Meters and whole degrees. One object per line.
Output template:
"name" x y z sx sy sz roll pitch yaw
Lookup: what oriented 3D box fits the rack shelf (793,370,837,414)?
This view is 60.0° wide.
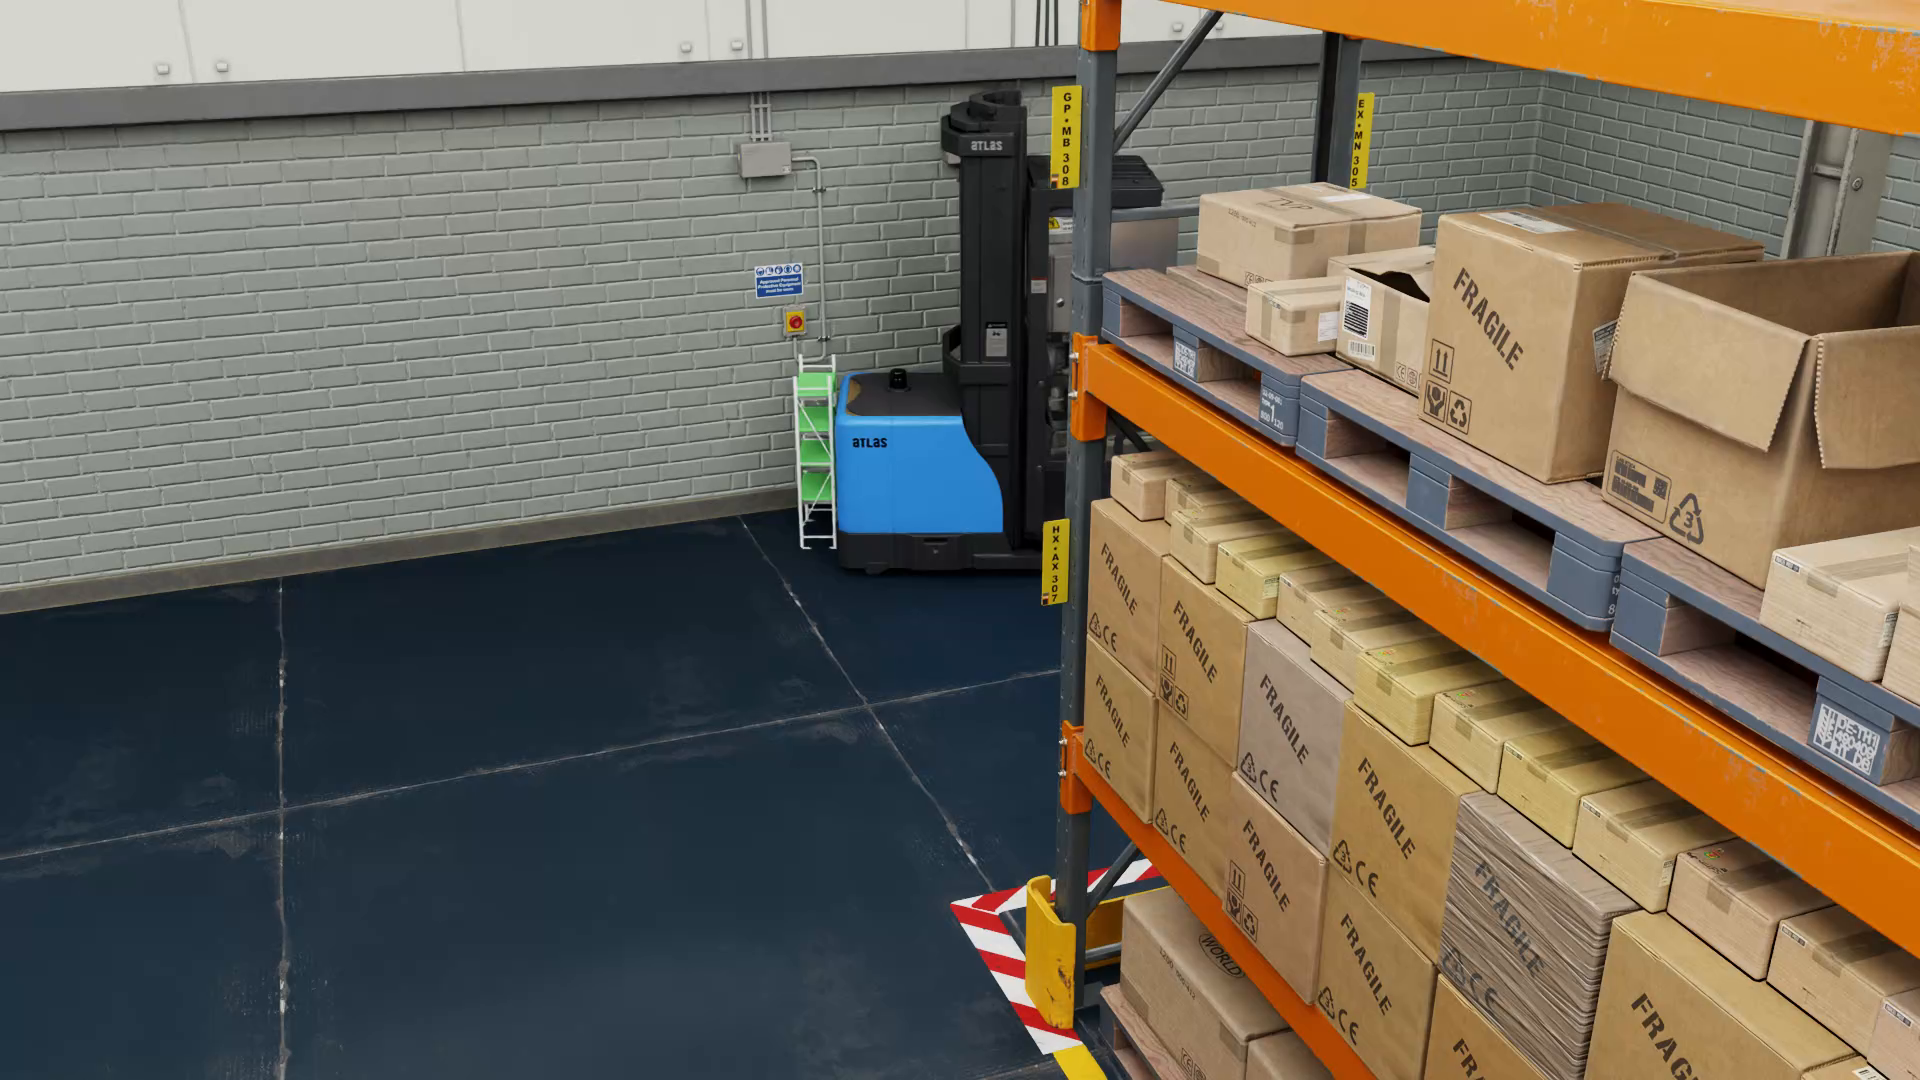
"rack shelf" -0.951 -0.975 10.946 0.258 0.148 0.480 0 23 -1

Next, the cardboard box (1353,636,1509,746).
"cardboard box" 1.240 0.373 4.253 0.380 0.149 0.250 -9 24 -20

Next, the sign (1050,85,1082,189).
"sign" 0.344 -1.305 5.396 0.100 0.325 0.005 -8 24 -19

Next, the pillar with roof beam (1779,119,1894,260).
"pillar with roof beam" 1.371 -3.517 8.009 9.100 9.000 0.400 -8 24 -19

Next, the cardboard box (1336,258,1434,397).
"cardboard box" 1.347 -0.588 4.366 0.500 0.311 0.500 -8 24 -18

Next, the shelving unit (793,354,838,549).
"shelving unit" -0.950 -0.591 11.108 0.258 1.200 0.503 0 23 -1

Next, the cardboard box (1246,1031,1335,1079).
"cardboard box" 1.523 1.987 5.432 0.875 0.438 0.875 -8 24 -18

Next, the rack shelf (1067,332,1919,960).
"rack shelf" 1.572 0.118 4.172 1.077 0.370 4.000 -8 24 -19

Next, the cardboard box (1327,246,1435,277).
"cardboard box" 1.331 -0.771 5.010 0.380 0.149 0.250 -10 25 -23

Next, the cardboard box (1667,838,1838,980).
"cardboard box" 1.695 0.729 3.406 0.380 0.149 0.250 -9 24 -19

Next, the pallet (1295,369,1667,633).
"pallet" 1.572 -0.187 4.084 1.003 0.211 1.213 -8 24 -19

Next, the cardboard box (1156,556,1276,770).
"cardboard box" 0.957 0.336 5.176 0.500 0.500 0.500 -9 24 -20

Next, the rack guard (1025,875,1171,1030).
"rack guard" 0.857 1.585 6.845 1.175 0.500 0.348 -8 24 -19

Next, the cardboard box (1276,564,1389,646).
"cardboard box" 1.127 0.180 4.709 0.380 0.149 0.250 -8 24 -18

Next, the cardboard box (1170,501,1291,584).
"cardboard box" 0.875 -0.001 5.139 0.380 0.149 0.250 -8 24 -17

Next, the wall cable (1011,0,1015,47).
"wall cable" -0.703 -4.453 10.228 2.355 3.000 0.029 -8 24 -19

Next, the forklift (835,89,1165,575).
"forklift" 0.717 -1.314 10.593 3.031 2.935 1.130 0 23 -1

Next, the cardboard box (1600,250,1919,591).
"cardboard box" 1.772 -0.259 3.339 0.797 0.503 0.637 -6 24 -15

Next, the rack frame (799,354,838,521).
"rack frame" -0.954 -0.686 11.333 0.240 1.200 0.015 0 23 -1

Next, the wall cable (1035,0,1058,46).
"wall cable" 1.916 -4.839 11.095 2.988 3.039 0.133 -8 24 -19

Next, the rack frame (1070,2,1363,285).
"rack frame" 0.865 -2.322 5.174 1.000 3.000 0.127 -8 24 -19

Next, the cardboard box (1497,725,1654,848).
"cardboard box" 1.479 0.548 3.836 0.380 0.149 0.250 -9 24 -20

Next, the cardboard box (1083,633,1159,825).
"cardboard box" 0.766 0.610 5.812 0.500 0.500 0.500 -9 24 -19

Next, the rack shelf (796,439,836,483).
"rack shelf" -0.950 -0.533 11.133 0.258 0.148 0.480 0 23 -1

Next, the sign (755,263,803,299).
"sign" -1.216 -1.744 11.177 0.327 0.218 0.001 -8 24 -19

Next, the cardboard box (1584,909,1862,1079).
"cardboard box" 1.681 1.070 3.434 0.500 0.500 0.500 -9 24 -20

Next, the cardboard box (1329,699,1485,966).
"cardboard box" 1.323 0.703 4.305 0.500 0.500 0.500 -8 24 -19

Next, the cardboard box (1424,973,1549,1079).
"cardboard box" 1.497 1.349 4.058 0.500 0.500 0.500 -9 24 -20

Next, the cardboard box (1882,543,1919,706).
"cardboard box" 1.753 0.147 2.680 0.396 0.266 0.258 -8 24 -17

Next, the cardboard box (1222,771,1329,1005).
"cardboard box" 1.134 0.977 4.941 0.500 0.500 0.500 -8 24 -19

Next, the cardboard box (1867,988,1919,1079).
"cardboard box" 1.880 0.911 2.976 0.380 0.149 0.250 -8 24 -18

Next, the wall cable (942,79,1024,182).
"wall cable" 0.174 -2.270 11.467 0.588 1.984 0.122 -8 24 -19

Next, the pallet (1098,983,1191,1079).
"pallet" 1.221 2.007 6.217 1.003 0.211 1.213 -8 24 -19

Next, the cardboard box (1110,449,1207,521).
"cardboard box" 0.732 -0.197 5.603 0.380 0.149 0.250 -8 24 -18
